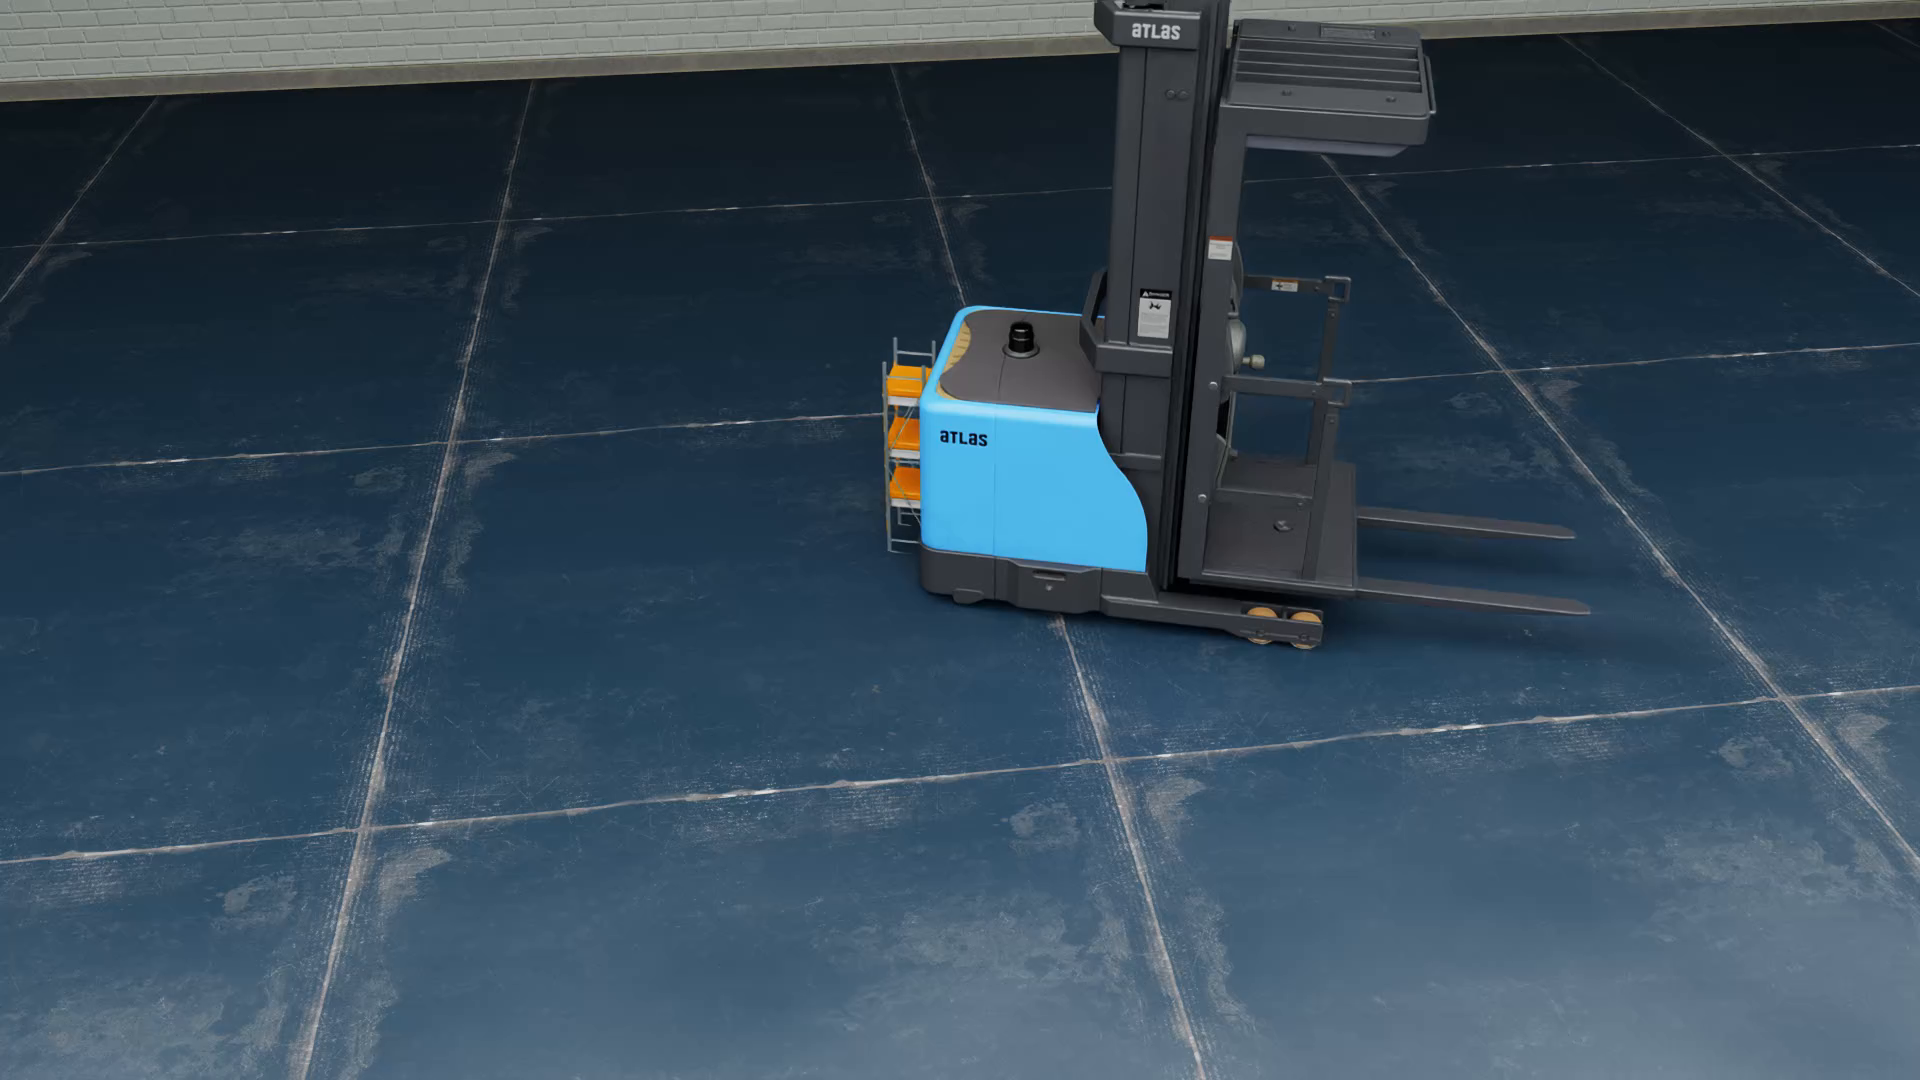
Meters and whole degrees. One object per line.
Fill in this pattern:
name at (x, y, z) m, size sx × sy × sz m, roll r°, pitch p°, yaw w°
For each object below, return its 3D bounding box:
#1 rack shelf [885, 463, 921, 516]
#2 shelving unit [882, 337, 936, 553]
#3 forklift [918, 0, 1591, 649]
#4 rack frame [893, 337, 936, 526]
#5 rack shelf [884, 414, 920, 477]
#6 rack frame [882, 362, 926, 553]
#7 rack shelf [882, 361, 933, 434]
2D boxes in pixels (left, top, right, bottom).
rack shelf at (-0.233, -0.196, 8.118) m, size 0.215 × 0.259 × 0.240 m, roll 6°, pitch 35°, yaw 8°
shelving unit at (-0.233, -0.435, 7.956) m, size 0.215 × 1.050 × 0.252 m, roll 6°, pitch 35°, yaw 8°
forklift at (1.374, -1.045, 7.181) m, size 3.031 × 2.935 × 1.130 m, roll 6°, pitch 35°, yaw 9°
rack frame at (-0.212, -0.503, 8.055) m, size 0.200 × 1.050 × 0.008 m, roll 6°, pitch 35°, yaw 8°
rack shelf at (-0.233, -0.426, 7.962) m, size 0.215 × 0.259 × 0.240 m, roll 6°, pitch 35°, yaw 8°
rack frame at (-0.254, -0.367, 7.857) m, size 0.200 × 1.050 × 0.008 m, roll 6°, pitch 35°, yaw 8°
rack shelf at (-0.233, -0.661, 7.802) m, size 0.215 × 0.259 × 0.240 m, roll 6°, pitch 35°, yaw 8°
